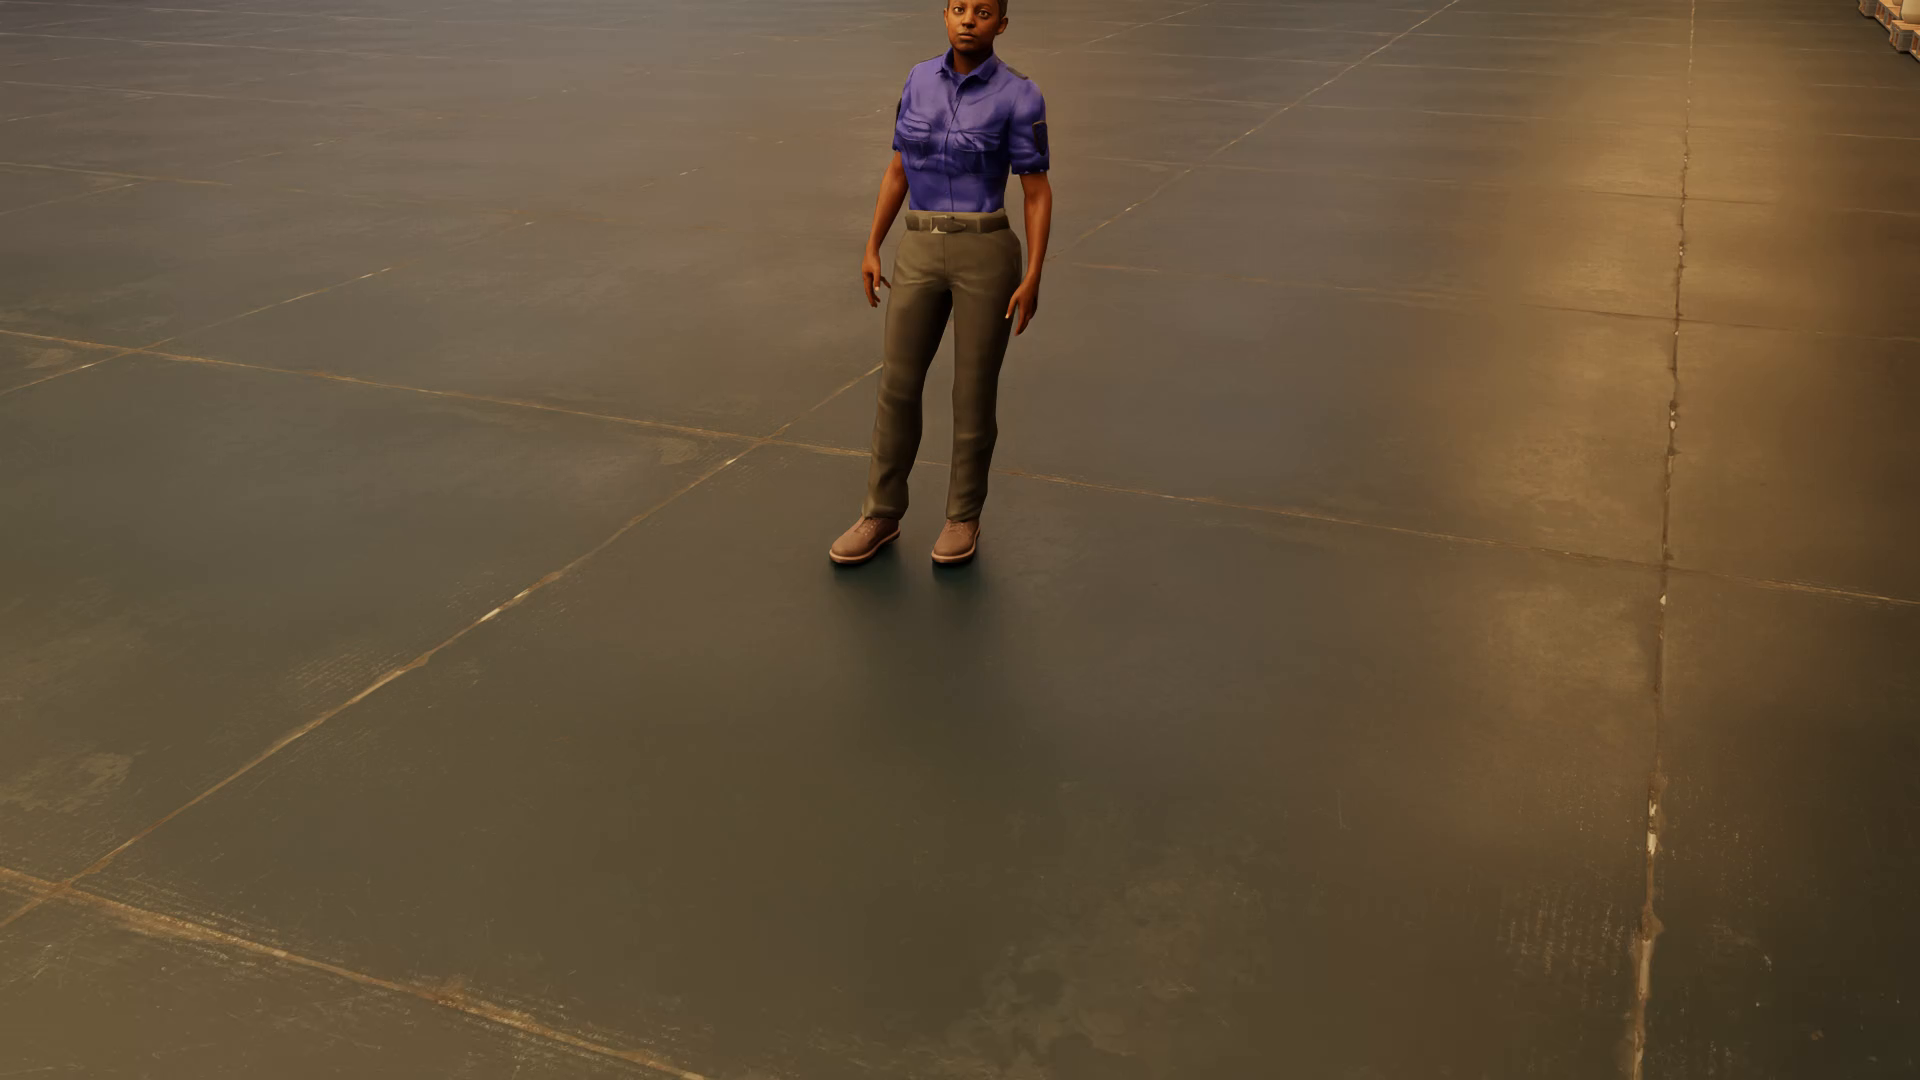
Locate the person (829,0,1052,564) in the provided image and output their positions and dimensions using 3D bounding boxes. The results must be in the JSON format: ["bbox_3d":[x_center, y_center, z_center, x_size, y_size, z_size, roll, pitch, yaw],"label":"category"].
[{"bbox_3d":[-0.052,-0.742,4.704,0.569,1.654,0.504,9,24,21],"label":"person"}]
